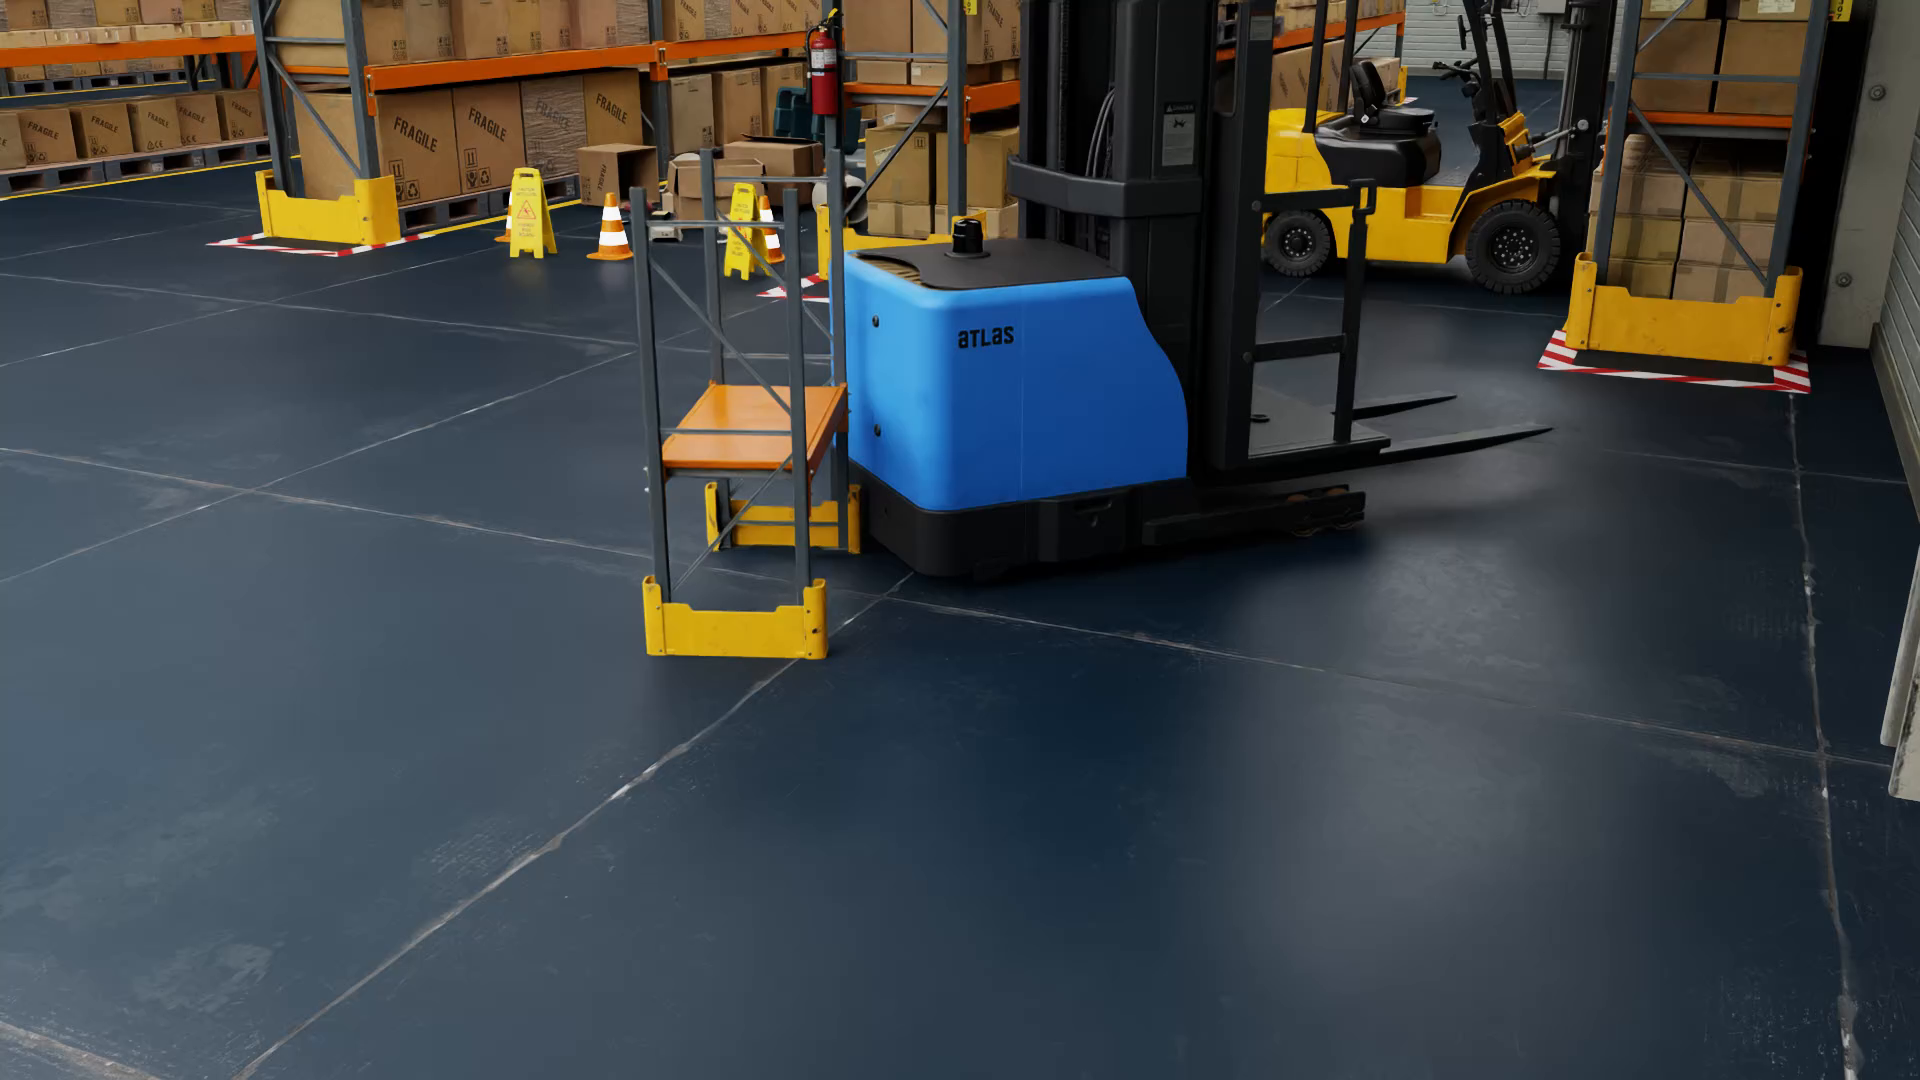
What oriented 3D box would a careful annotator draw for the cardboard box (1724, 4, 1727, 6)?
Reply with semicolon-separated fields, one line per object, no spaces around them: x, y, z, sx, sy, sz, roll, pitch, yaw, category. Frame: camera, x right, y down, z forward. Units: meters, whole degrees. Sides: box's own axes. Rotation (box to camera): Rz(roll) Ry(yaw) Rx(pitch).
5.116;-3.511;11.716;0.500;0.500;0.500;9;21;24;cardboard box

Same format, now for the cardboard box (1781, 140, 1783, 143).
5.515;-2.765;11.752;0.500;0.250;0.500;8;21;22;cardboard box

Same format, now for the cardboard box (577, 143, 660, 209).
-3.053;-3.262;14.891;0.500;0.500;0.500;13;23;32;cardboard box

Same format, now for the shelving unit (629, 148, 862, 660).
-0.698;-0.505;5.650;0.587;1.500;1.083;1;20;3;shelving unit

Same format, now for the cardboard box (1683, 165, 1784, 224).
4.465;-1.997;9.593;0.500;0.250;0.500;8;21;22;cardboard box

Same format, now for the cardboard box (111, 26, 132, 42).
-8.457;-5.018;16.478;0.380;0.149;0.250;9;21;23;cardboard box

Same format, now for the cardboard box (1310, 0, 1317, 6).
3.922;-6.376;19.398;0.500;0.250;0.500;9;21;24;cardboard box

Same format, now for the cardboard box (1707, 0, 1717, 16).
4.222;-3.153;9.741;0.380;0.149;0.250;9;21;24;cardboard box

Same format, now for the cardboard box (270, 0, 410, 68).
-4.881;-4.021;13.076;0.875;0.550;0.550;9;21;23;cardboard box

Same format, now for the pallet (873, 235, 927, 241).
-0.038;-2.136;12.159;1.003;0.211;1.213;9;21;23;pallet

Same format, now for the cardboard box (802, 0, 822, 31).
-1.861;-5.997;18.705;0.500;0.500;0.500;9;21;23;cardboard box

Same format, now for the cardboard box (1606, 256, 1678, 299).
4.000;-1.592;9.946;0.500;0.250;0.500;9;21;23;cardboard box

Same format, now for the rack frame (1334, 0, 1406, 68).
6.118;-8.074;24.695;1.000;3.000;0.127;9;21;23;rack frame

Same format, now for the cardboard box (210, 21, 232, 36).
-7.925;-5.398;17.544;0.380;0.149;0.250;9;21;23;cardboard box

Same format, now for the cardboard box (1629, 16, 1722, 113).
4.058;-2.736;9.537;0.500;0.500;0.500;8;21;21;cardboard box

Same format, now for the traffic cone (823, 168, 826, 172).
-1.427;-4.061;17.198;0.336;0.463;0.334;9;21;23;traffic cone

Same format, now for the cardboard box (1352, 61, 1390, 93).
5.572;-6.568;23.658;0.875;0.438;0.875;9;22;24;cardboard box

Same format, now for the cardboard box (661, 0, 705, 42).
-2.893;-5.225;16.534;0.500;0.500;0.500;9;21;23;cardboard box

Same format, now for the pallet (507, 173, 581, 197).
-3.736;-3.518;16.047;1.003;0.211;1.213;9;21;23;pallet

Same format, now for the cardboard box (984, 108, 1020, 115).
0.294;-3.194;13.332;0.500;0.500;0.500;10;22;26;cardboard box

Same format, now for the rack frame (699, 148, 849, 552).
-0.669;-0.672;6.119;0.500;1.500;0.032;1;20;3;rack frame

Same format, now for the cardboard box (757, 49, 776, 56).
-3.485;-8.146;27.441;0.875;0.875;0.875;9;21;23;cardboard box

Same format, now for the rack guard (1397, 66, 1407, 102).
6.128;-6.903;25.134;1.175;0.500;0.348;9;21;23;rack guard

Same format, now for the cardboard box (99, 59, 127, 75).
-14.160;-7.952;27.425;0.500;0.500;0.500;8;21;21;cardboard box

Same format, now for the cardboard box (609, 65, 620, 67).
-5.526;-6.664;23.276;1.225;0.875;0.875;9;21;23;cardboard box

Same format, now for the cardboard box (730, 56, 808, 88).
-2.047;-5.241;19.459;1.050;0.750;0.750;8;21;22;cardboard box

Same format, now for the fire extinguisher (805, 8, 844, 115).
-0.901;-3.174;11.034;0.296;0.674;0.183;9;21;23;fire extinguisher

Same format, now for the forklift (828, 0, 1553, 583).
1.042;-1.542;6.431;3.031;2.935;1.130;-9;21;-23;forklift

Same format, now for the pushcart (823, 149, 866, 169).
-0.897;-3.468;15.656;1.648;0.377;0.936;1;20;4;pushcart

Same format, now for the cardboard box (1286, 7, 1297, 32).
3.466;-5.832;18.615;0.500;0.250;0.500;8;21;21;cardboard box

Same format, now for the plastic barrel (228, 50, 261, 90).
-10.533;-6.995;24.273;0.600;0.830;0.708;9;21;23;plastic barrel

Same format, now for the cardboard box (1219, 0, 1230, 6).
2.277;-5.356;15.831;0.500;0.500;0.500;8;21;20;cardboard box

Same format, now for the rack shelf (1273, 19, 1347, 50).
3.661;-5.901;19.658;1.077;0.370;4.000;9;21;23;rack shelf

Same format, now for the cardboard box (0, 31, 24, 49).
-8.905;-4.627;15.377;0.380;0.149;0.250;9;21;23;cardboard box

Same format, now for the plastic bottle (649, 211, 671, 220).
-2.542;-2.752;14.115;0.133;0.061;0.283;1;20;4;plastic bottle

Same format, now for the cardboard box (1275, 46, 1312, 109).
3.569;-5.297;19.430;0.875;0.875;0.875;9;21;23;cardboard box

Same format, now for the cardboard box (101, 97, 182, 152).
-8.448;-4.292;17.164;0.500;0.500;0.500;7;21;18;cardboard box

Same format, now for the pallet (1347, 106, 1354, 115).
4.863;-5.759;22.347;1.003;0.211;1.213;9;21;23;pallet

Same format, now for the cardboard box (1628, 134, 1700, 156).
4.838;-2.686;11.528;0.500;0.250;0.500;9;22;25;cardboard box

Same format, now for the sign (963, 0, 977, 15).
0.061;-3.516;10.587;0.100;0.325;0.005;9;21;23;sign

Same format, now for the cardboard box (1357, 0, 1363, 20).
4.911;-7.006;21.542;0.500;0.500;0.500;9;22;24;cardboard box

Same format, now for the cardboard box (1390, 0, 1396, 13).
5.942;-7.786;23.736;0.500;0.500;0.500;8;21;22;cardboard box

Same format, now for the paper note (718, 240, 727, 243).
-1.863;-2.346;13.020;0.148;0.019;0.142;1;20;4;paper note

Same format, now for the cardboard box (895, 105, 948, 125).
-0.255;-3.146;12.228;0.380;0.149;0.250;9;22;24;cardboard box

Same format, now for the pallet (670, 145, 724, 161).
-3.106;-3.986;17.362;1.003;0.211;1.213;9;21;23;pallet

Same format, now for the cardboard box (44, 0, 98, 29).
-8.885;-5.210;16.050;0.875;0.500;0.500;9;21;23;cardboard box

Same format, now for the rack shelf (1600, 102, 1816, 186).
4.915;-2.775;10.869;1.077;0.370;4.000;9;21;23;rack shelf

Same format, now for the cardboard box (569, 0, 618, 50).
-3.698;-4.839;15.374;0.875;0.550;0.550;9;21;23;cardboard box

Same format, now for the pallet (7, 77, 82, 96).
-14.895;-7.258;26.561;1.003;0.211;1.213;9;21;23;pallet

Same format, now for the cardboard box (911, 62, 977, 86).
-0.106;-3.140;11.196;0.380;0.149;0.250;9;21;23;cardboard box

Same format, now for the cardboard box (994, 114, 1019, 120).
0.581;-2.967;12.693;0.500;0.500;0.500;9;21;24;cardboard box
